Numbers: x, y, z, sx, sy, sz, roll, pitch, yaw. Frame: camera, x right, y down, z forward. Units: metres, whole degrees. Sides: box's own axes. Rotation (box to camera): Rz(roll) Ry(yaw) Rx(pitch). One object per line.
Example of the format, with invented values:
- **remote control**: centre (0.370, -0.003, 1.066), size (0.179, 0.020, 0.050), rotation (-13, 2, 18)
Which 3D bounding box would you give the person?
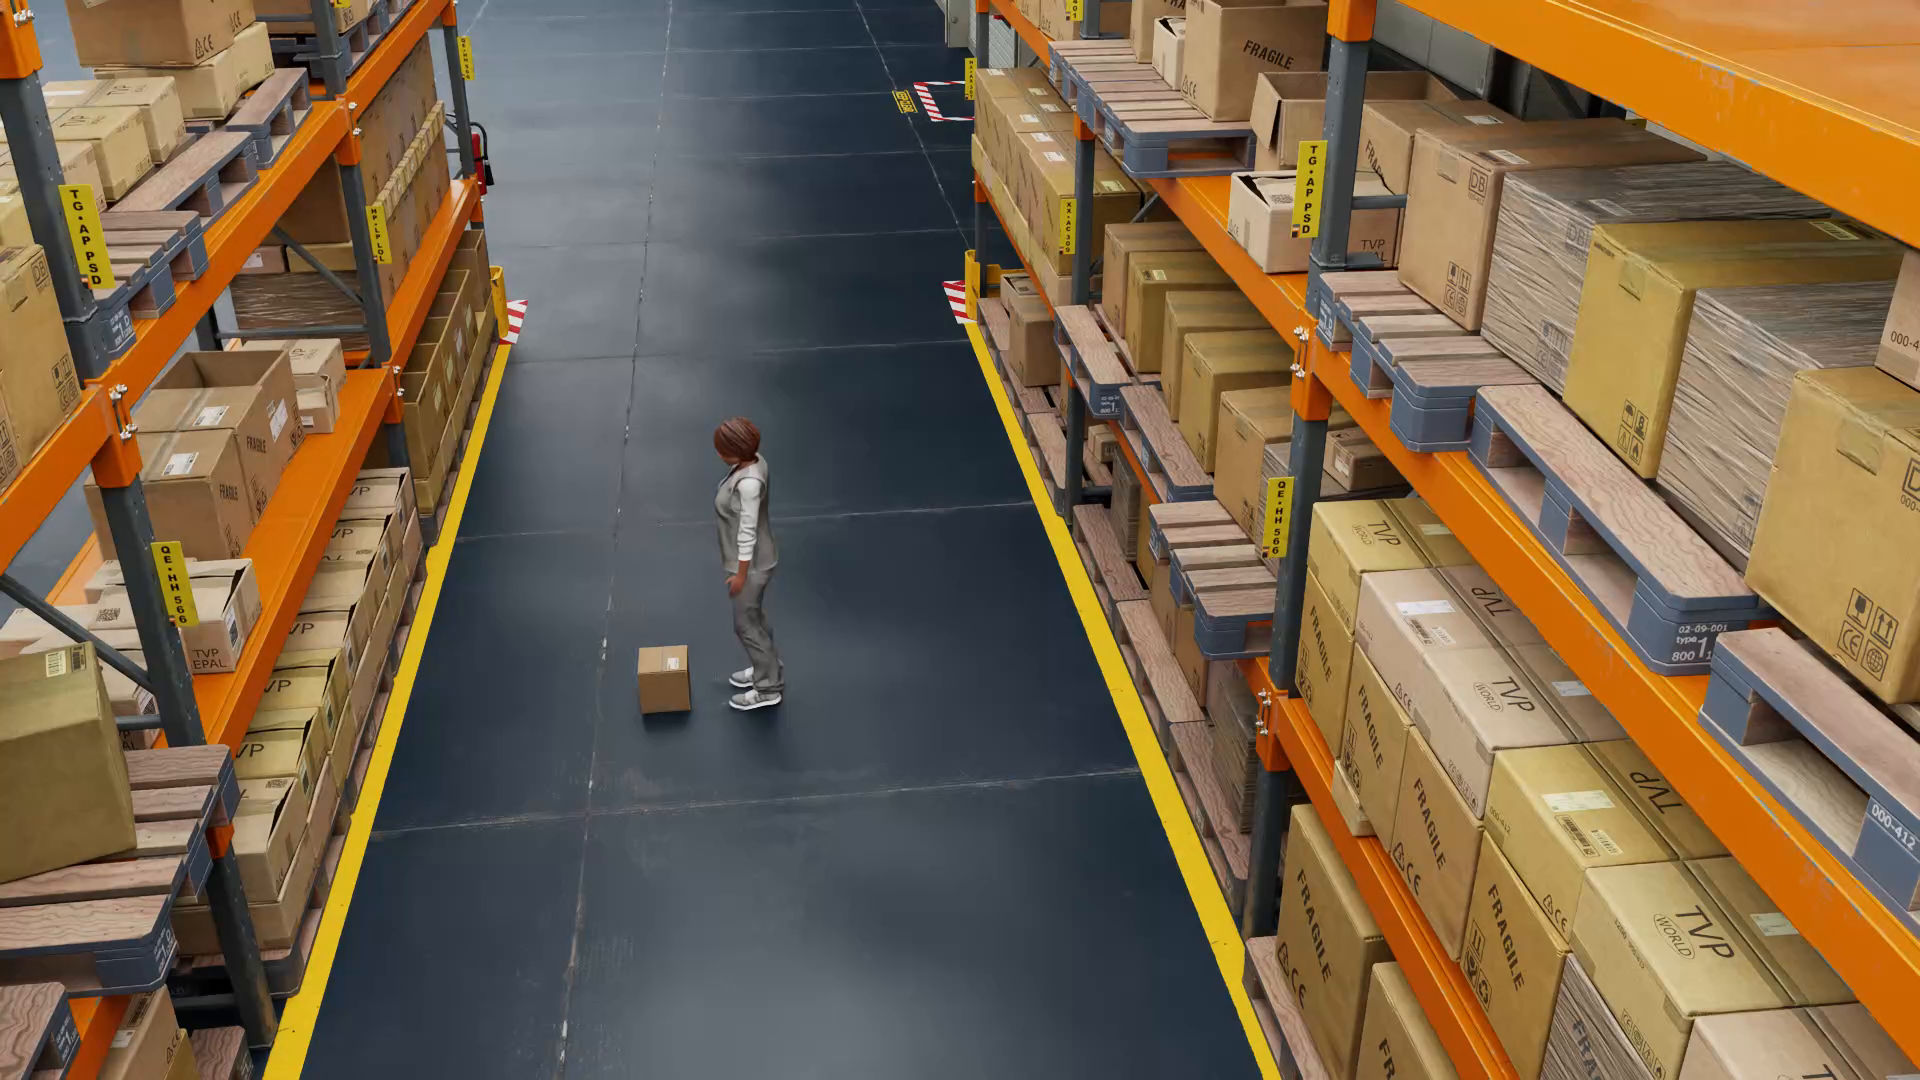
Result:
- **person**: centre (-1.066, 0.124, 8.412), size (0.299, 1.583, 0.407), rotation (-3, 28, -6)
